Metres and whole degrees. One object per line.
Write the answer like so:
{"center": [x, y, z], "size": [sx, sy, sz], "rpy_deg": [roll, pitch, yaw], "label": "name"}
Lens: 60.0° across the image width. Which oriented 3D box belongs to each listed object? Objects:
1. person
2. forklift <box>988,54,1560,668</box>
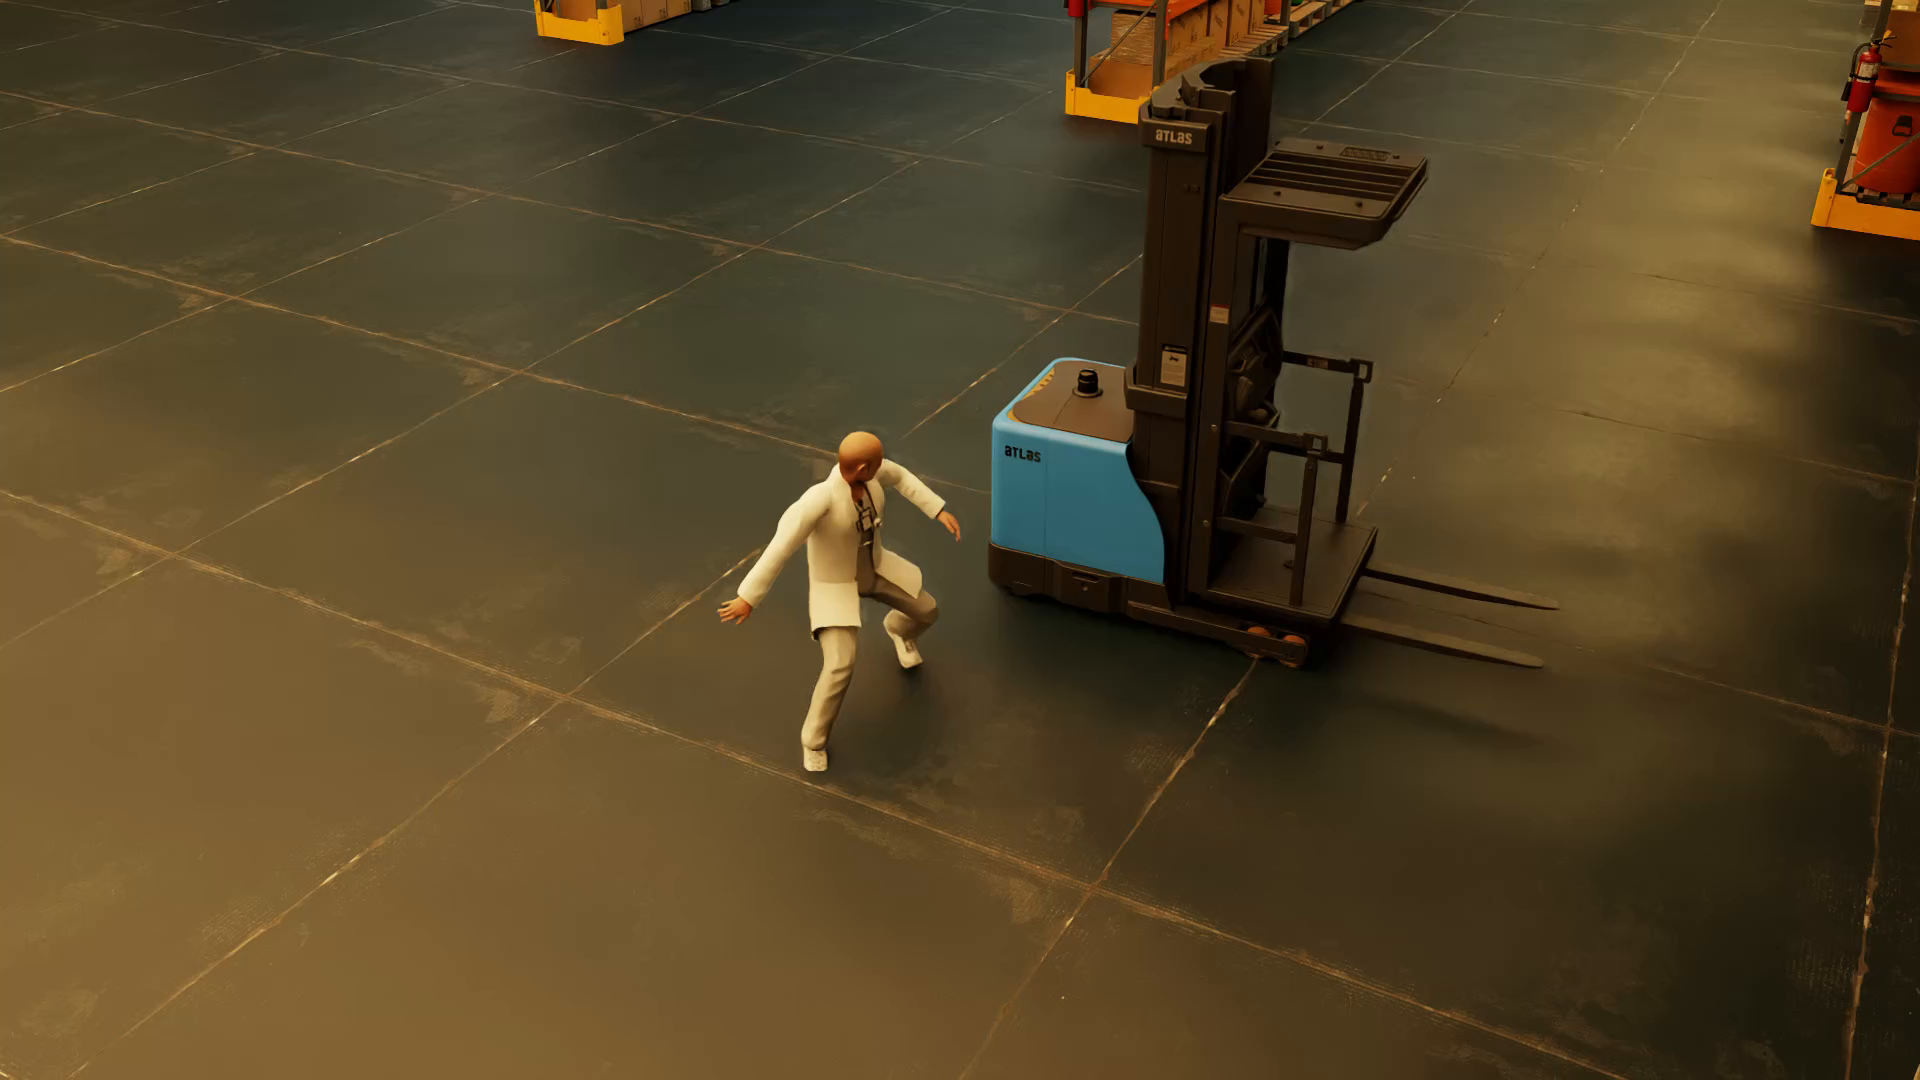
{"center": [-0.569, 0.233, 8.080], "size": [0.591, 1.702, 1.218], "rpy_deg": [26, 39, 37], "label": "person"}
{"center": [1.719, -0.899, 8.628], "size": [3.031, 2.935, 1.130], "rpy_deg": [13, 32, 21], "label": "forklift"}
